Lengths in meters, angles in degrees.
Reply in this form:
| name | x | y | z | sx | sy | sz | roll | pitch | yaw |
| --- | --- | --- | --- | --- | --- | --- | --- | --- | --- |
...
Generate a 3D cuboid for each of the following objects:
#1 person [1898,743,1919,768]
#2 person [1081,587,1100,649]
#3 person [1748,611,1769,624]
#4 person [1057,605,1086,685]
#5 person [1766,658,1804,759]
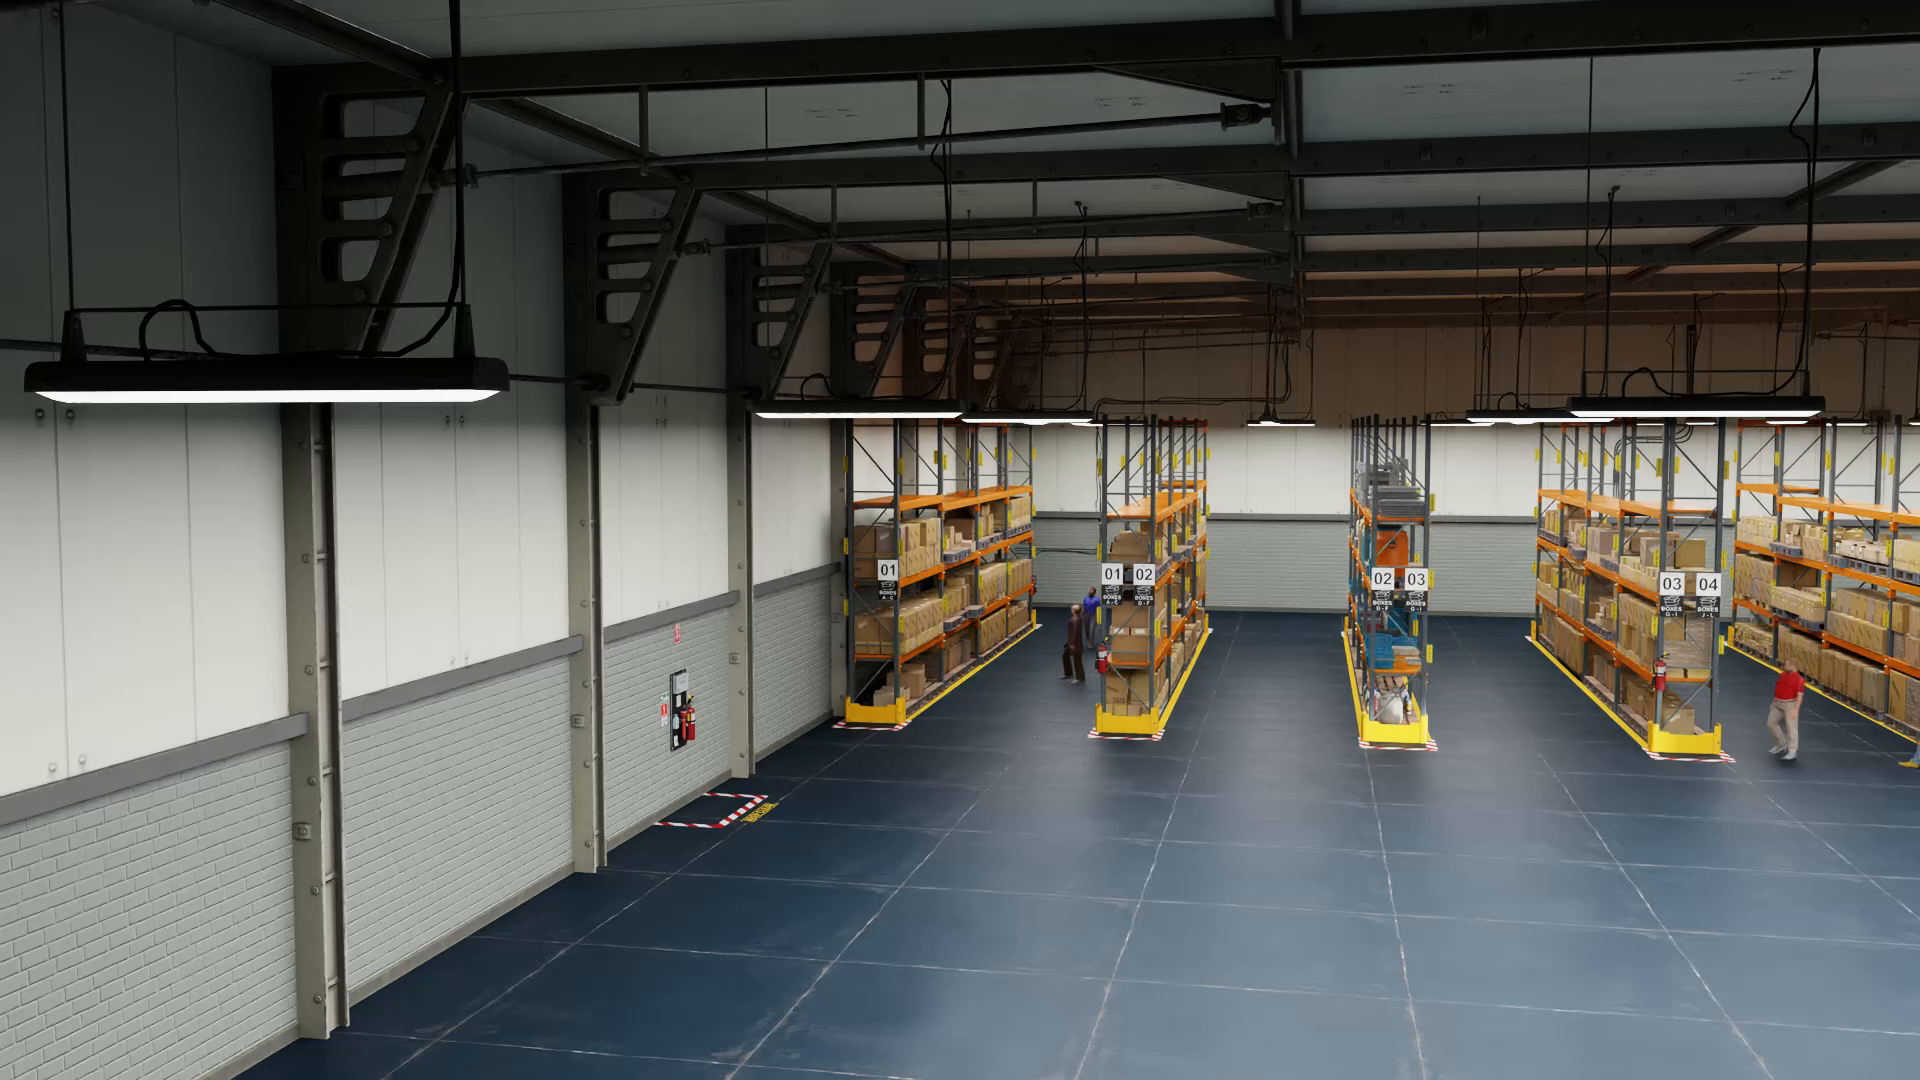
| name | x | y | z | sx | sy | sz | roll | pitch | yaw |
| --- | --- | --- | --- | --- | --- | --- | --- | --- | --- |
| person | 16.308 | 2.988 | 27.809 | 0.965 | 1.718 | 0.658 | 1 | 4 | 8 |
| person | 3.417 | 2.022 | 43.474 | 0.528 | 1.600 | 0.929 | 1 | 4 | 17 |
| person | 21.618 | 1.917 | 44.871 | 1.014 | 1.621 | 0.522 | 1 | 4 | 13 |
| person | 2.515 | 2.347 | 37.457 | 0.651 | 1.795 | 0.627 | 0 | 4 | 4 |
| person | 14.406 | 2.930 | 29.044 | 0.492 | 1.751 | 0.656 | -2 | 4 | -27 |
